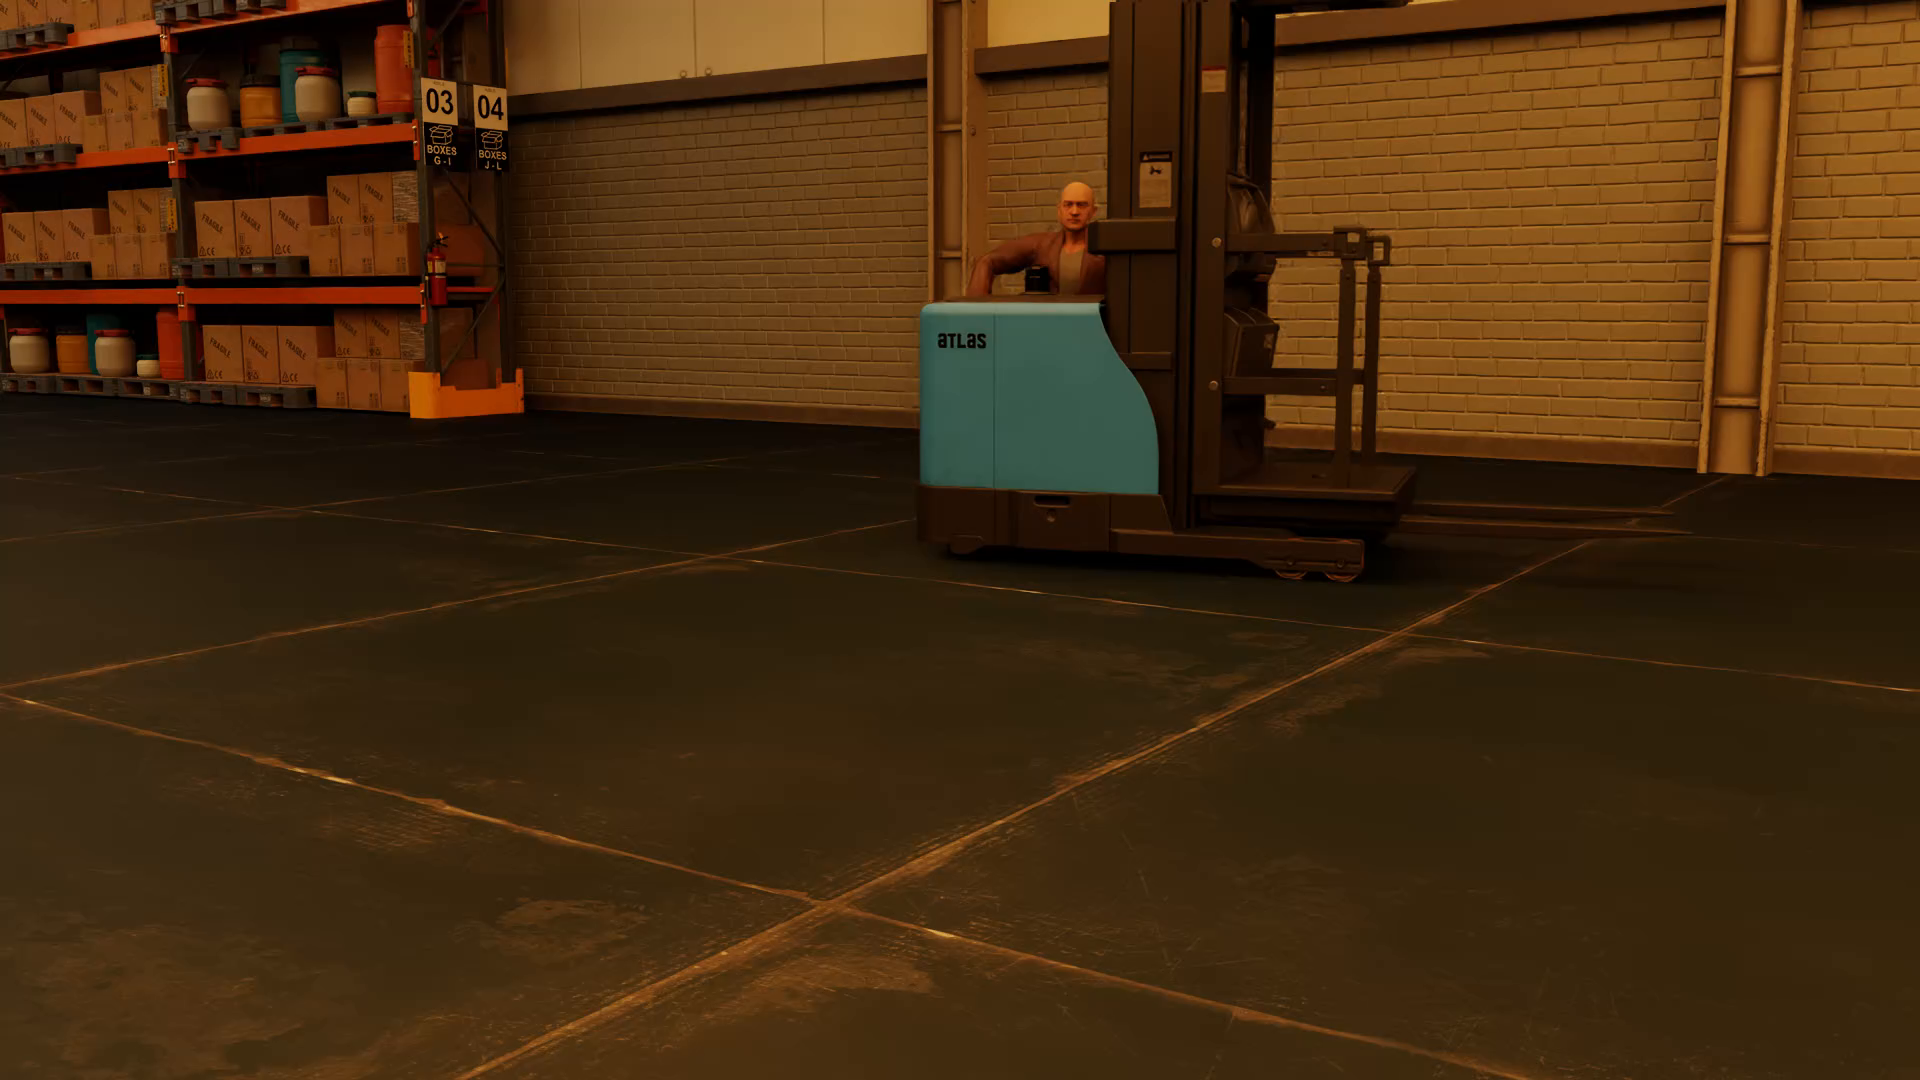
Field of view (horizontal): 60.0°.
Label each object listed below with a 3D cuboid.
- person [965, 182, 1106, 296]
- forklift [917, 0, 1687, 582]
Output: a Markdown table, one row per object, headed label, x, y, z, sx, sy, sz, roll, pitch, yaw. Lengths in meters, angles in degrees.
| label | x | y | z | sx | sy | sz | roll | pitch | yaw |
| --- | --- | --- | --- | --- | --- | --- | --- | --- | --- |
| person | 0.528 | -0.887 | 7.984 | 1.076 | 1.655 | 0.805 | 2 | 8 | 14 |
| forklift | 1.390 | -1.370 | 6.830 | 3.031 | 2.935 | 1.130 | 3 | 9 | 19 |
